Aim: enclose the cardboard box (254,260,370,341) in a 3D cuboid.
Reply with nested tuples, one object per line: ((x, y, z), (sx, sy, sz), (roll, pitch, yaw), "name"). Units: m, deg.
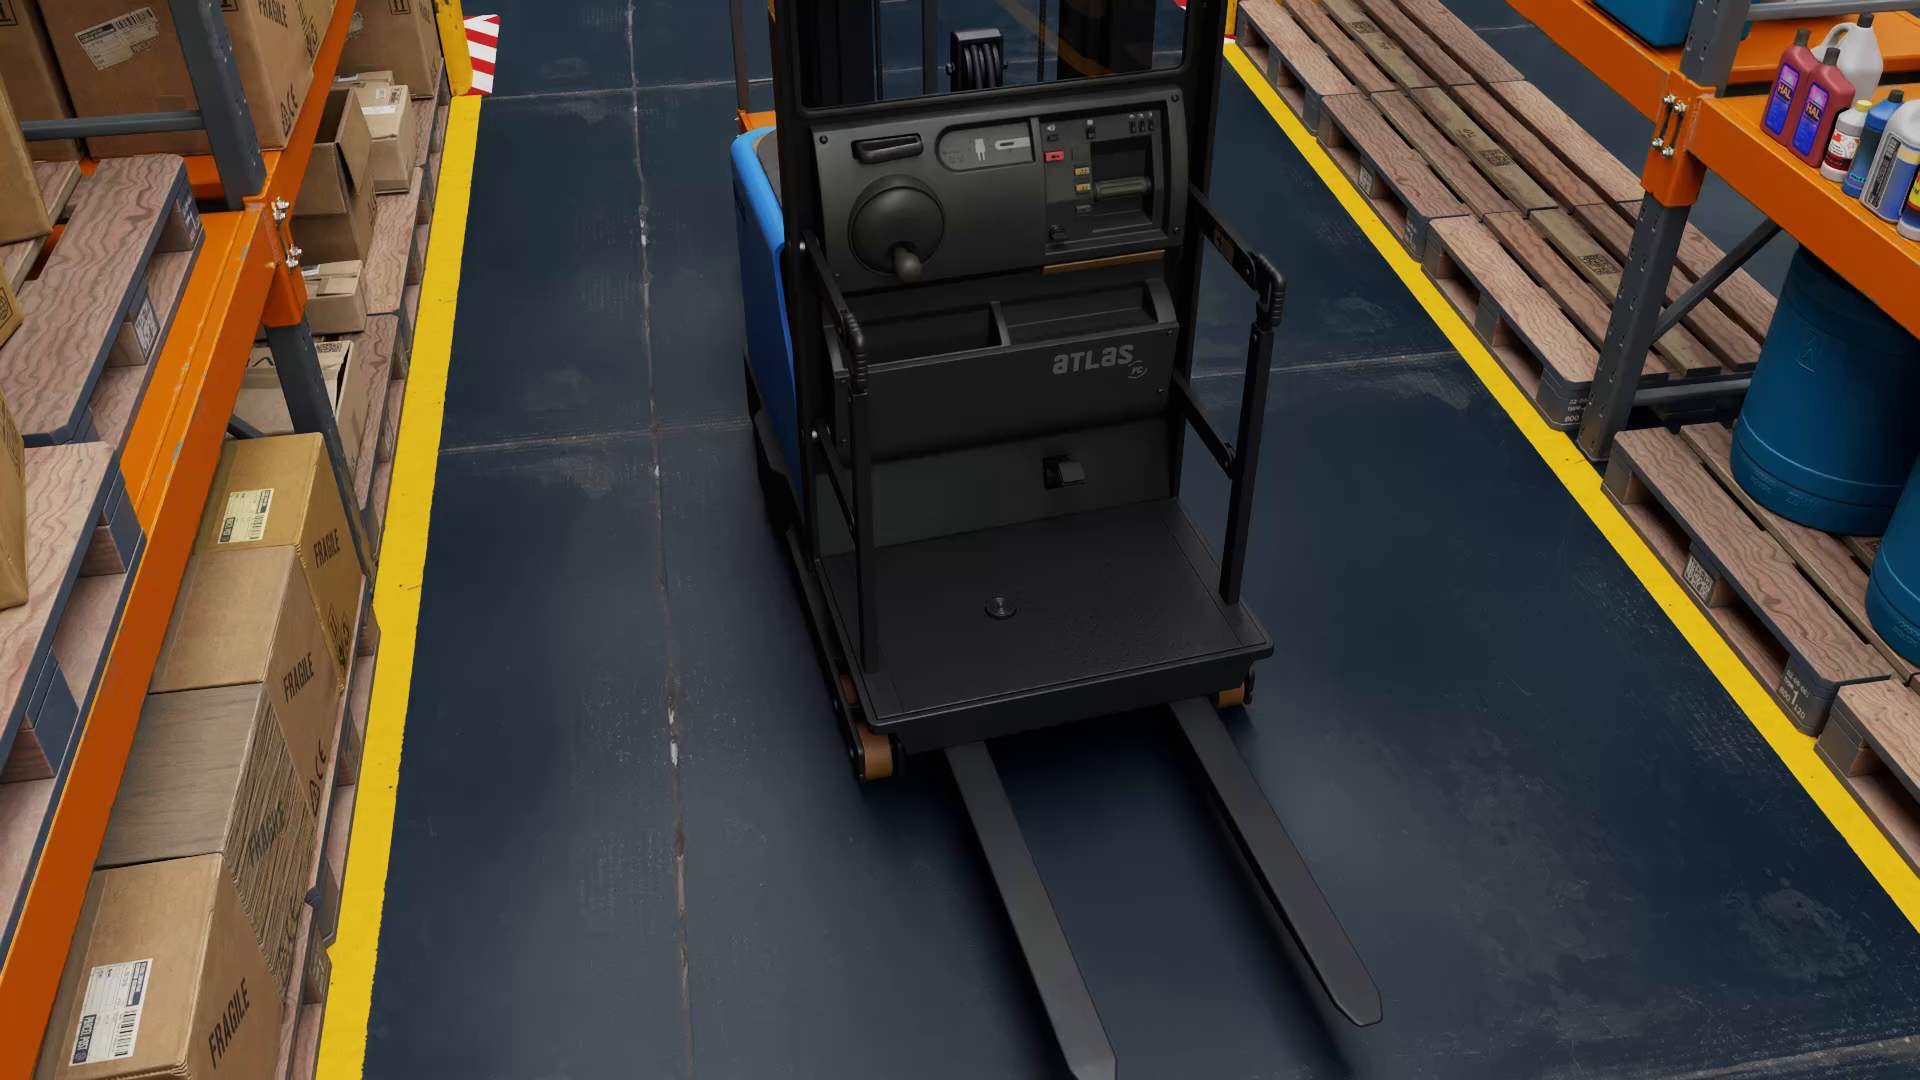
((-2.300, -0.851, 5.852), (0.380, 0.166, 0.250), (-6, 38, -8), "cardboard box")

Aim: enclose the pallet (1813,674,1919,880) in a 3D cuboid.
((2.911, 0.781, 4.072), (1.003, 0.211, 1.213), (-6, 38, -8), "pallet")

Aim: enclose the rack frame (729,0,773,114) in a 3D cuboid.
((-0.593, -1.739, 6.265), (0.500, 1.500, 0.032), (-10, 39, -12), "rack frame")

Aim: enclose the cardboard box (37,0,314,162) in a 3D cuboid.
((-2.099, -1.375, 4.493), (0.500, 0.500, 0.500), (-5, 38, -7), "cardboard box")

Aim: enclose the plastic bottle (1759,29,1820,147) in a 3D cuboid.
((2.244, -1.215, 4.465), (0.061, 0.283, 0.133), (-6, 38, -8), "plastic bottle")

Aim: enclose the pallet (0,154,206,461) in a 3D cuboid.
((-2.245, -0.428, 3.513), (1.003, 0.211, 1.213), (-6, 38, -8), "pallet")

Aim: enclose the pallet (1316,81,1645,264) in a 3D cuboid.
((2.215, -1.606, 7.145), (1.003, 0.211, 1.213), (-6, 38, -8), "pallet")

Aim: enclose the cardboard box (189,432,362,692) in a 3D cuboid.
((-1.909, 0.082, 4.378), (0.500, 0.500, 0.500), (-6, 38, -8), "cardboard box")

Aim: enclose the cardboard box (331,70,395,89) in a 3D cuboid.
((-2.659, -1.913, 7.218), (0.380, 0.166, 0.250), (-6, 38, -8), "cardboard box")

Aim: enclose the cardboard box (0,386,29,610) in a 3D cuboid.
((-1.907, -0.143, 2.565), (0.700, 0.500, 0.500), (-16, 41, -19), "cardboard box")

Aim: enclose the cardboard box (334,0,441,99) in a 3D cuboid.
((-2.641, -2.299, 7.443), (0.500, 0.500, 0.500), (-6, 38, -8), "cardboard box")

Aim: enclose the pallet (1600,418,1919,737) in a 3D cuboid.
((2.694, 0.043, 5.023), (1.003, 0.211, 1.213), (-6, 38, -8), "pallet")

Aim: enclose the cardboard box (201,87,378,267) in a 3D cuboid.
((-2.612, -1.320, 6.181), (0.797, 0.503, 0.637), (-6, 38, -8), "cardboard box")

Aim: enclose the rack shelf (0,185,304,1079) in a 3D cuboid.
((-1.927, 0.494, 2.756), (1.077, 0.370, 4.000), (-6, 38, -8), "rack shelf")

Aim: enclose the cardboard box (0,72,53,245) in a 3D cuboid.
((-2.415, -0.893, 3.531), (0.700, 0.500, 0.500), (-19, 42, -23), "cardboard box")

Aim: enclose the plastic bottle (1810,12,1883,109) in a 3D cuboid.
((2.349, -1.237, 4.438), (0.144, 0.351, 0.185), (-6, 38, -8), "plastic bottle")

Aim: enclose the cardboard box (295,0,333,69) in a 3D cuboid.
((-2.192, -1.684, 4.891), (0.500, 0.500, 0.500), (-6, 38, -7), "cardboard box")

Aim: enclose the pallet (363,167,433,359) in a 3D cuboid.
((-2.615, -1.050, 6.430), (1.003, 0.211, 1.213), (-6, 38, -8), "pallet")

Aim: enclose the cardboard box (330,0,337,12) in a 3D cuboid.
((-2.277, -1.986, 5.280), (0.500, 0.500, 0.500), (-6, 38, -8), "cardboard box")

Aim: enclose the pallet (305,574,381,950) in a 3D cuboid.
((-2.098, 0.590, 4.318), (1.003, 0.211, 1.213), (-6, 38, -8), "pallet")

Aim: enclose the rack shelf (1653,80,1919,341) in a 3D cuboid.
((2.950, -0.037, 3.439), (1.077, 0.370, 4.000), (-6, 38, -8), "rack shelf")

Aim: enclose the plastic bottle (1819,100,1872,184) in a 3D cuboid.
((2.305, -1.035, 4.299), (0.097, 0.201, 0.097), (0, 38, 0), "plastic bottle")

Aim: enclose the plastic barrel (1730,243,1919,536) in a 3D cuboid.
((2.678, -0.536, 4.862), (0.600, 0.901, 0.708), (-6, 38, -8), "plastic barrel")

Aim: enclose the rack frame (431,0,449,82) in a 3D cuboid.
((-2.979, -3.414, 7.200), (1.000, 3.000, 0.127), (-6, 38, -8), "rack frame")

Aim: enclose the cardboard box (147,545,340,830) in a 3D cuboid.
((-1.831, 0.382, 3.992), (0.500, 0.500, 0.500), (-6, 38, -8), "cardboard box")

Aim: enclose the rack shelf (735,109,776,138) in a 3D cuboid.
((-0.455, -1.297, 5.990), (0.538, 0.185, 1.000), (-10, 39, -12), "rack shelf")

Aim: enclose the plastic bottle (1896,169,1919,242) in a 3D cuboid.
((2.363, -0.863, 4.021), (0.097, 0.271, 0.097), (0, 38, 0), "plastic bottle")

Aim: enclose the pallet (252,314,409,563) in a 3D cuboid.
((-2.397, -0.312, 5.480), (1.003, 0.211, 1.213), (-6, 38, -8), "pallet")

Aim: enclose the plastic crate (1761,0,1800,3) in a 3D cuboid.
((2.659, -1.745, 5.217), (0.396, 0.136, 0.243), (-6, 38, -8), "plastic crate")

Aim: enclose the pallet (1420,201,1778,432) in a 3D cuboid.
((2.432, -0.868, 6.195), (1.003, 0.211, 1.213), (-6, 38, -8), "pallet")

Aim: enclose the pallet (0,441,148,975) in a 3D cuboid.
((-1.922, 0.319, 2.550), (1.003, 0.211, 1.213), (-6, 38, -8), "pallet")

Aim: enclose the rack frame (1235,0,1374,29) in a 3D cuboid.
((1.898, -3.945, 7.883), (1.000, 3.000, 0.127), (-6, 38, -8), "rack frame")

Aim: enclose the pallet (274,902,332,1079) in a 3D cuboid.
((-1.881, 1.329, 3.368), (1.003, 0.211, 1.213), (-6, 38, -8), "pallet")

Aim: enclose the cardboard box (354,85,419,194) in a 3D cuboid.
((-2.504, -1.623, 6.777), (0.500, 0.250, 0.500), (-6, 38, -8), "cardboard box")

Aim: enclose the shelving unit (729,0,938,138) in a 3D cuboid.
((-0.457, -1.444, 5.886), (0.587, 1.500, 1.083), (-10, 39, -12), "shelving unit")

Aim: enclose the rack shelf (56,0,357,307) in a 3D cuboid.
((-2.628, -1.922, 5.866), (1.077, 0.370, 4.000), (-6, 38, -8), "rack shelf")

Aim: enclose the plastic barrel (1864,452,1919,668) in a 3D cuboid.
((2.802, -0.108, 4.312), (0.600, 0.901, 0.708), (-6, 38, -8), "plastic barrel")

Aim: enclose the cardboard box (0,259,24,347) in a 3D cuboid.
((-2.232, -0.485, 3.005), (0.700, 0.500, 0.500), (-1, 38, -1), "cardboard box")

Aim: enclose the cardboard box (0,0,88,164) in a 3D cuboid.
((-2.618, -1.312, 4.412), (0.500, 0.500, 0.500), (-6, 38, -7), "cardboard box")

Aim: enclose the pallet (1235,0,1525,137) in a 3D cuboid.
((2.005, -2.341, 8.092), (1.003, 0.211, 1.213), (-6, 38, -8), "pallet")

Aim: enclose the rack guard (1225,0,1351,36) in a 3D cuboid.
((1.881, -2.971, 8.666), (1.175, 0.500, 0.348), (-6, 38, -8), "rack guard")

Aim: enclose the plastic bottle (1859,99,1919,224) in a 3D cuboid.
((2.370, -0.938, 4.114), (0.152, 0.276, 0.135), (-6, 38, -8), "plastic bottle")

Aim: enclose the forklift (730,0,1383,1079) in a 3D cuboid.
((0.171, -0.789, 3.877), (1.130, 2.935, 3.031), (-10, 39, -13), "forklift")

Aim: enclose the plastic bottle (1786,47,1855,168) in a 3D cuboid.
((2.267, -1.135, 4.361), (0.061, 0.283, 0.133), (-6, 38, -8), "plastic bottle")

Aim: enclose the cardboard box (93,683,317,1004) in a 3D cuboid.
((-1.743, 0.685, 3.603), (0.500, 0.500, 0.500), (-6, 38, -7), "cardboard box")

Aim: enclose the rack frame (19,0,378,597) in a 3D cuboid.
((-2.278, -0.998, 4.090), (1.000, 3.000, 0.127), (-6, 38, -8), "rack frame")

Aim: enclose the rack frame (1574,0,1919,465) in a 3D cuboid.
((2.599, -1.529, 4.773), (1.000, 3.000, 0.127), (-6, 38, -8), "rack frame")

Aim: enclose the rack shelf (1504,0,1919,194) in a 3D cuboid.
((2.249, -2.453, 6.549), (1.077, 0.370, 4.000), (-6, 38, -8), "rack shelf")

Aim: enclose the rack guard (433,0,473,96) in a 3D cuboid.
((-2.966, -2.381, 7.908), (1.175, 0.500, 0.348), (-6, 38, -8), "rack guard")

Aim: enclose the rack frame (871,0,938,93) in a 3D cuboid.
((-0.316, -1.138, 5.493), (0.500, 1.500, 0.032), (-10, 39, -12), "rack frame")

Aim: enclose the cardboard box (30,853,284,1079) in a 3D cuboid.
((-1.652, 0.992, 3.207), (0.500, 0.500, 0.500), (-7, 38, -9), "cardboard box")

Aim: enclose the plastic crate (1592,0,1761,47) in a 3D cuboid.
((2.182, -1.791, 5.075), (0.392, 0.384, 0.575), (-6, 38, -8), "plastic crate")

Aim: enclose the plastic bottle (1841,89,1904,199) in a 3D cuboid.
((2.322, -1.004, 4.202), (0.097, 0.271, 0.097), (0, 38, 0), "plastic bottle")

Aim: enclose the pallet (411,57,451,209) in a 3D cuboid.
((-2.825, -1.786, 7.377), (1.003, 0.211, 1.213), (-6, 38, -8), "pallet")

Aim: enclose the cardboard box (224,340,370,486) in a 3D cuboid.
((-2.138, -0.387, 5.136), (0.500, 0.311, 0.500), (-6, 38, -8), "cardboard box")
